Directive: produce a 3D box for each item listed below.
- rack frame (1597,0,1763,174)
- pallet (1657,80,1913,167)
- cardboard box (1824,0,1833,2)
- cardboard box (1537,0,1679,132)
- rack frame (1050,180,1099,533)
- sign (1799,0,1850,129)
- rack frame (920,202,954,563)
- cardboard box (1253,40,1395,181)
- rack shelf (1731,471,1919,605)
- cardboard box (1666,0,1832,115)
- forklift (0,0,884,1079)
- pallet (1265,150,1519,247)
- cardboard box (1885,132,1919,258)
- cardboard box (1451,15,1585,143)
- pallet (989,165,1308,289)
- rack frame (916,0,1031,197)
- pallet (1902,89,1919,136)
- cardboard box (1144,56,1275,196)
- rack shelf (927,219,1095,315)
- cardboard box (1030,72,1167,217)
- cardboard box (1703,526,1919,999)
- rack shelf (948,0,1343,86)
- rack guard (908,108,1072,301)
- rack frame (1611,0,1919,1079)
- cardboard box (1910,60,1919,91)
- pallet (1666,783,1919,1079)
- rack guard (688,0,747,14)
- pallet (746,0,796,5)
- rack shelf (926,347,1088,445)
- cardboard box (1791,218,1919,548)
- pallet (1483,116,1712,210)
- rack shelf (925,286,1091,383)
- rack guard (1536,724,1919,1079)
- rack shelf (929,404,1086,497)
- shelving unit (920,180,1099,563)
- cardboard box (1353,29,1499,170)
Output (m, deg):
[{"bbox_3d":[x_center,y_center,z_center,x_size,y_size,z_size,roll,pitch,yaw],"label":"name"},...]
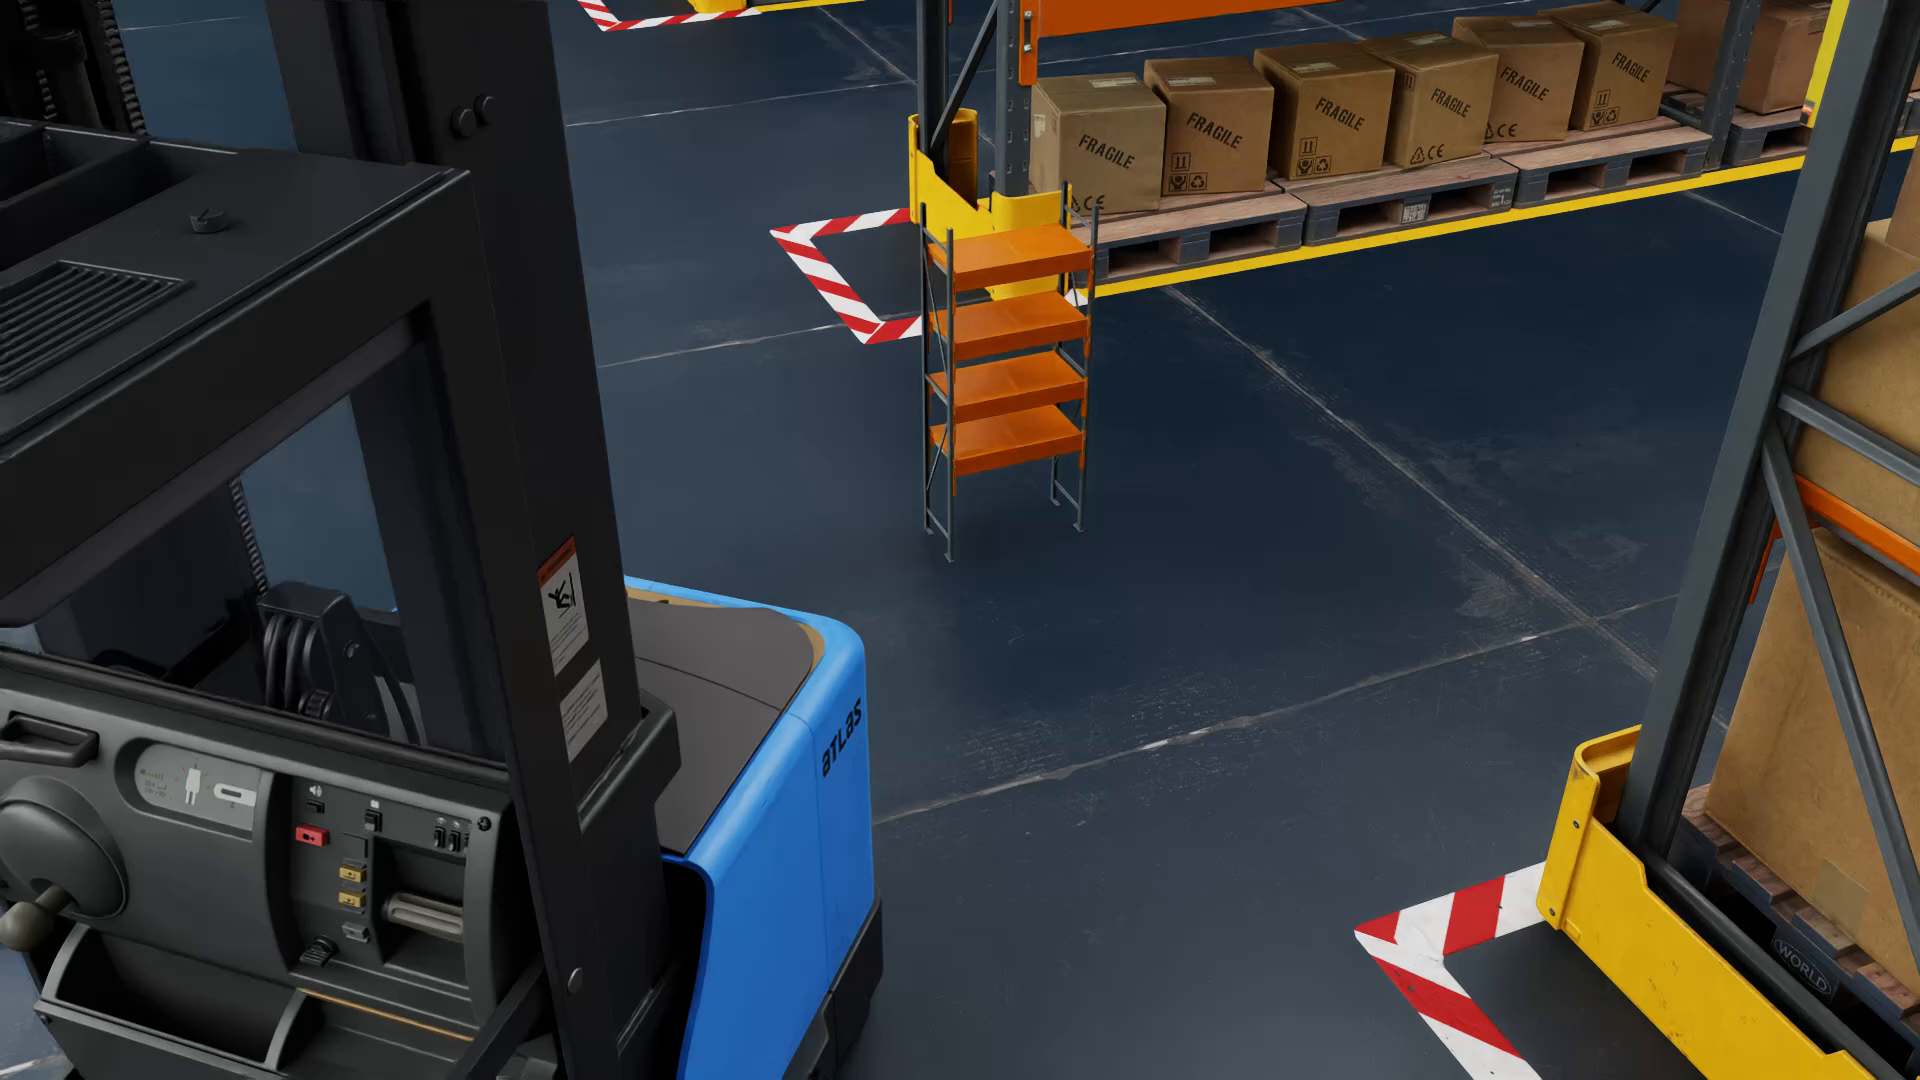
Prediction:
[{"bbox_3d":[3.737,-3.435,8.280,0.127,3.000,1.000,-13,35,-19],"label":"rack frame"},{"bbox_3d":[4.454,-2.432,9.294,1.213,0.211,1.003,-13,35,-19],"label":"pallet"},{"bbox_3d":[4.758,-2.782,9.164,0.500,0.500,0.700,-13,35,-19],"label":"cardboard box"},{"bbox_3d":[3.353,-2.499,8.748,0.500,0.500,0.500,-14,36,-20],"label":"cardboard box"},{"bbox_3d":[0.378,-0.589,5.556,0.015,1.200,0.240,-13,35,-19],"label":"rack frame"},{"bbox_3d":[1.678,-0.936,3.159,0.005,0.325,0.100,-13,35,-19],"label":"sign"},{"bbox_3d":[-0.072,-0.486,5.397,0.015,1.200,0.240,-13,35,-19],"label":"rack frame"},{"bbox_3d":[1.753,-2.109,8.148,0.500,0.500,0.500,-10,34,-14],"label":"cardboard box"},{"bbox_3d":[3.720,-0.196,3.961,4.000,0.370,1.077,-13,35,-19],"label":"rack shelf"},{"bbox_3d":[4.311,-2.691,9.024,0.500,0.500,0.700,-16,36,-23],"label":"cardboard box"},{"bbox_3d":[-1.141,0.521,2.261,1.130,2.935,3.031,11,34,16],"label":"forklift"},{"bbox_3d":[2.005,-1.847,8.396,1.213,0.211,1.003,-13,35,-19],"label":"pallet"},{"bbox_3d":[2.233,-0.650,2.871,0.550,0.550,0.875,-13,35,-19],"label":"cardboard box"},{"bbox_3d":[2.827,-2.375,8.556,0.500,0.500,0.500,-2,33,-4],"label":"cardboard box"},{"bbox_3d":[0.882,-1.592,8.003,1.213,0.211,1.003,-13,35,-19],"label":"pallet"},{"bbox_3d":[0.049,-2.591,6.982,0.127,3.000,1.000,-13,35,-19],"label":"rack frame"},{"bbox_3d":[5.581,-2.691,9.693,1.213,0.211,1.003,-13,35,-19],"label":"pallet"},{"bbox_3d":[1.169,-1.986,7.959,0.500,0.500,0.500,-4,33,-6],"label":"cardboard box"},{"bbox_3d":[0.153,-0.867,5.262,0.480,0.148,0.258,-13,35,-19],"label":"rack shelf"},{"bbox_3d":[0.631,-1.843,7.739,0.500,0.500,0.500,-7,34,-10],"label":"cardboard box"},{"bbox_3d":[2.475,0.463,3.852,0.875,0.875,0.875,-13,35,-19],"label":"cardboard box"},{"bbox_3d":[1.893,-2.712,7.827,4.000,0.370,1.077,-13,35,-19],"label":"rack shelf"},{"bbox_3d":[0.119,-1.559,7.688,0.348,0.500,1.175,-13,35,-19],"label":"rack guard"},{"bbox_3d":[1.876,-0.075,3.116,0.127,3.000,1.000,-13,35,-19],"label":"rack frame"},{"bbox_3d":[5.274,-2.901,9.346,0.500,0.500,0.700,-16,36,-23],"label":"cardboard box"},{"bbox_3d":[2.583,0.885,4.196,1.213,0.211,1.003,-13,35,-19],"label":"pallet"},{"bbox_3d":[-1.817,-4.074,11.552,0.348,0.500,1.175,-13,35,-19],"label":"rack guard"},{"bbox_3d":[-1.066,-4.121,11.890,1.213,0.211,1.003,-13,35,-19],"label":"pallet"},{"bbox_3d":[0.153,-0.481,5.513,0.480,0.148,0.258,-13,35,-19],"label":"rack shelf"},{"bbox_3d":[2.200,-0.239,3.230,0.550,0.550,0.875,-13,35,-19],"label":"cardboard box"},{"bbox_3d":[3.131,-2.107,8.795,1.213,0.211,1.003,-13,35,-19],"label":"pallet"},{"bbox_3d":[0.153,-0.669,5.391,0.480,0.148,0.258,-13,35,-19],"label":"rack shelf"},{"bbox_3d":[1.854,0.977,3.790,0.348,0.500,1.175,-13,35,-19],"label":"rack guard"},{"bbox_3d":[0.153,-0.315,5.621,0.480,0.148,0.258,-13,35,-19],"label":"rack shelf"},{"bbox_3d":[0.153,-0.538,5.476,0.503,1.200,0.258,-13,35,-19],"label":"shelving unit"},{"bbox_3d":[2.285,-2.204,8.294,0.500,0.500,0.500,-16,36,-23],"label":"cardboard box"}]
